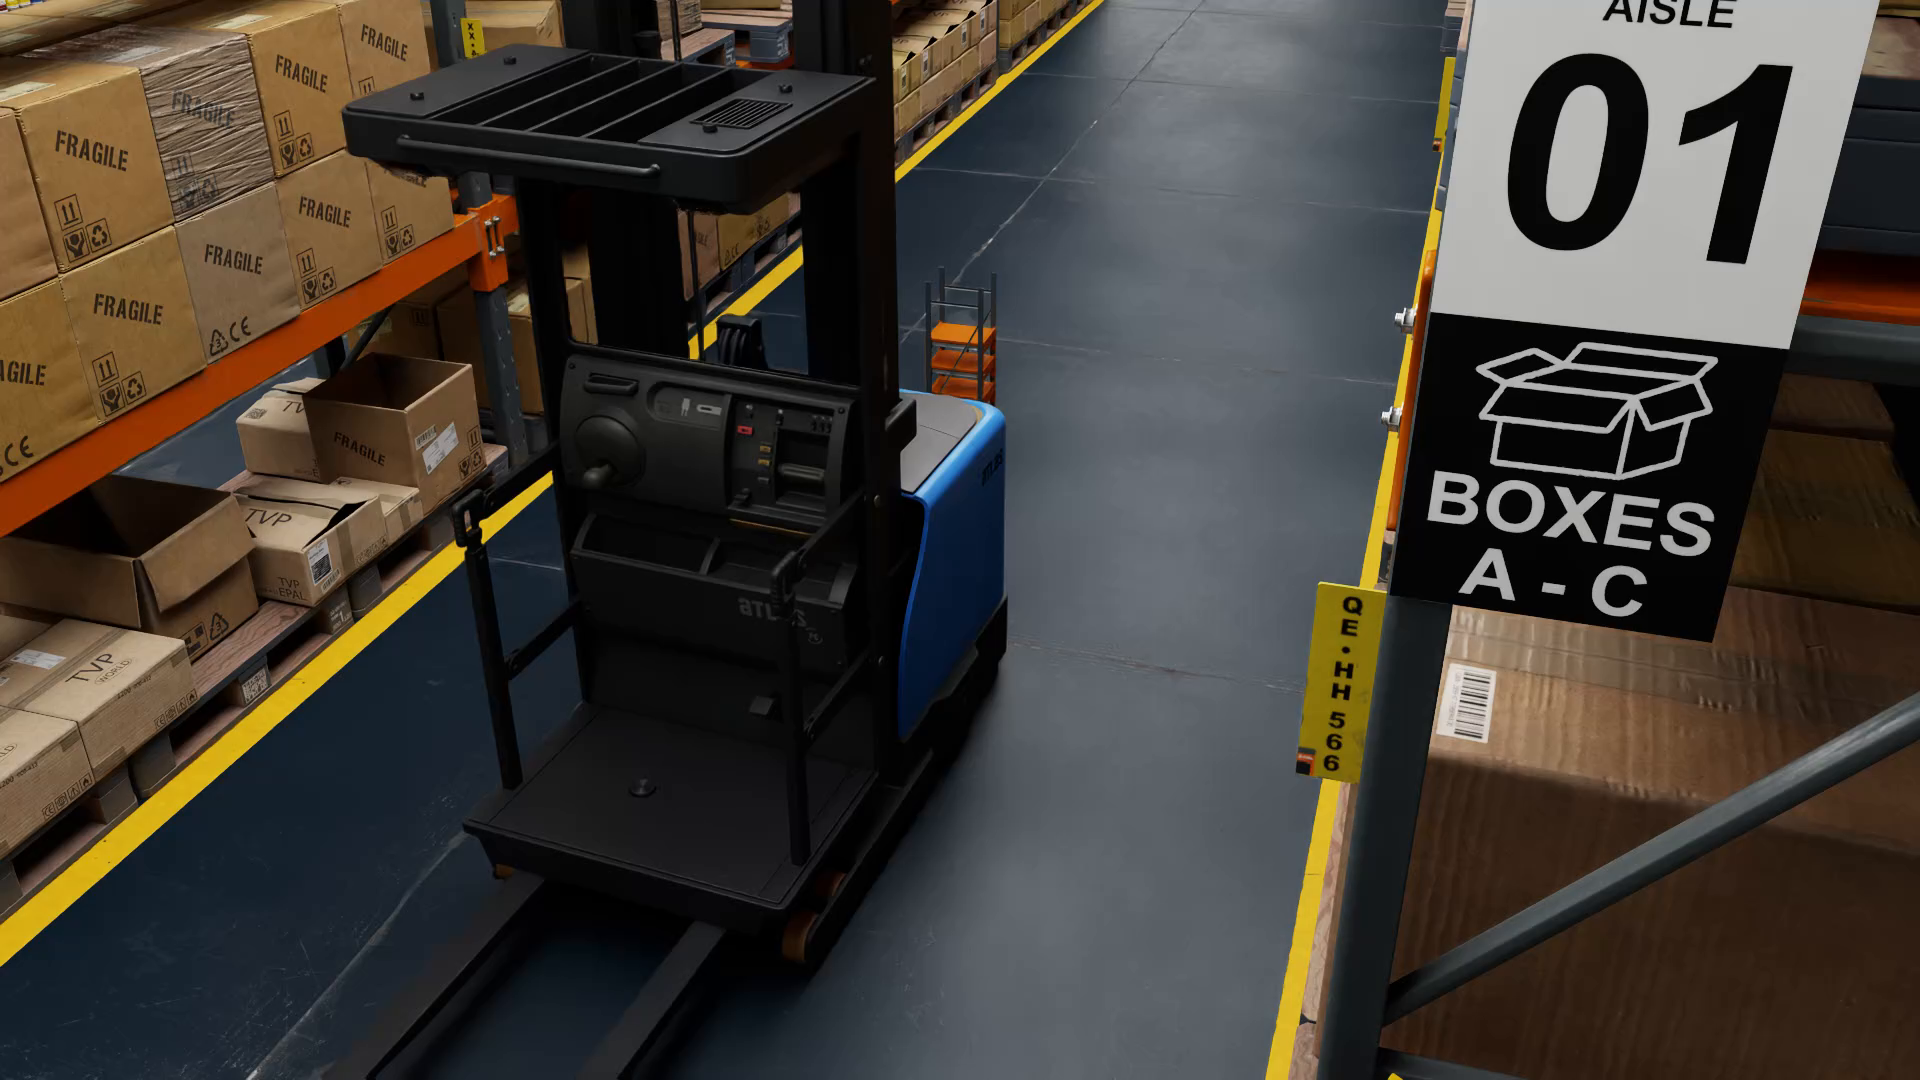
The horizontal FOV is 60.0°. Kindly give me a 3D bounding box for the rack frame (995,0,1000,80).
[{"bbox_3d":[-0.158,-5.381,13.837,1.000,3.000,0.127,8,30,15],"label":"rack frame"}]

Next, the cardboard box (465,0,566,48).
[{"bbox_3d":[-2.012,-2.407,7.957,0.700,0.500,0.500,13,32,23],"label":"cardboard box"}]

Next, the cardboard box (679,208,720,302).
[{"bbox_3d":[-1.682,-1.669,9.283,0.500,0.500,0.500,7,30,13],"label":"cardboard box"}]

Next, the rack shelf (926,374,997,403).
[{"bbox_3d":[0.004,-0.597,6.934,0.258,0.103,0.180,8,30,15],"label":"rack shelf"}]

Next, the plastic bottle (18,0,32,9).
[{"bbox_3d":[-6.039,-3.510,10.679,0.097,0.201,0.097,0,29,0],"label":"plastic bottle"}]

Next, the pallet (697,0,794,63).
[{"bbox_3d":[-1.464,-3.113,9.958,1.213,0.211,1.003,8,30,15],"label":"pallet"}]

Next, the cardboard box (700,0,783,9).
[{"bbox_3d":[-1.409,-3.441,9.814,0.700,0.500,0.500,-1,29,-2],"label":"cardboard box"}]

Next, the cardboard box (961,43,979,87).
[{"bbox_3d":[-0.153,-3.894,13.561,0.500,0.250,0.500,8,30,14],"label":"cardboard box"}]

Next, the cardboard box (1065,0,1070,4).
[{"bbox_3d":[0.861,-5.464,16.383,0.500,0.250,0.500,8,30,15],"label":"cardboard box"}]

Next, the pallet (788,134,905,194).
[{"bbox_3d":[-1.053,-2.681,11.851,1.003,0.211,1.213,8,30,15],"label":"pallet"}]

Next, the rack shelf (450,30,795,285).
[{"bbox_3d":[-1.919,-2.278,9.000,1.077,0.370,4.000,8,30,15],"label":"rack shelf"}]

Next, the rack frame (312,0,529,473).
[{"bbox_3d":[-2.506,-1.663,7.154,1.000,3.000,0.127,8,30,15],"label":"rack frame"}]

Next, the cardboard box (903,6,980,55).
[{"bbox_3d":[-0.149,-4.136,13.419,0.500,0.311,0.500,9,30,16],"label":"cardboard box"}]

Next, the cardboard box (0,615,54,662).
[{"bbox_3d":[-3.449,0.480,5.677,0.500,0.250,0.500,8,30,15],"label":"cardboard box"}]

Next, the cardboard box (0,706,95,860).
[{"bbox_3d":[-3.103,0.760,5.173,0.500,0.250,0.500,8,30,15],"label":"cardboard box"}]

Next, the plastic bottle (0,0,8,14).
[{"bbox_3d":[-6.096,-3.420,10.517,0.097,0.201,0.097,0,29,0],"label":"plastic bottle"}]

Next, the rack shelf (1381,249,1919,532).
[{"bbox_3d":[1.643,-1.025,3.662,1.077,0.370,4.000,8,30,15],"label":"rack shelf"}]

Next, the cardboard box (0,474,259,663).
[{"bbox_3d":[-3.053,0.109,6.083,0.797,0.503,0.637,8,30,15],"label":"cardboard box"}]

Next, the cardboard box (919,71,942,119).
[{"bbox_3d":[-0.453,-3.420,12.709,0.500,0.250,0.500,9,30,16],"label":"cardboard box"}]

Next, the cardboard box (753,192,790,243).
[{"bbox_3d":[-1.382,-2.154,10.155,0.500,0.500,0.500,10,31,17],"label":"cardboard box"}]

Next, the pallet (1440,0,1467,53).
[{"bbox_3d":[3.512,-3.080,9.898,1.213,0.211,1.003,8,30,15],"label":"pallet"}]

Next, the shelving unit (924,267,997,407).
[{"bbox_3d":[0.004,-0.531,6.970,0.258,1.200,0.189,8,30,15],"label":"shelving unit"}]

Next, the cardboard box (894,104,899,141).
[{"bbox_3d":[-0.751,-2.939,11.844,0.500,0.250,0.500,8,30,13],"label":"cardboard box"}]

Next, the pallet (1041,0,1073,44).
[{"bbox_3d":[0.472,-5.095,16.191,1.003,0.211,1.213,8,30,15],"label":"pallet"}]

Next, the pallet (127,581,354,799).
[{"bbox_3d":[-3.065,0.443,6.236,1.003,0.211,1.213,8,30,15],"label":"pallet"}]

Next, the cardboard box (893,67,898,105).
[{"bbox_3d":[-0.751,-3.196,11.729,0.500,0.311,0.500,8,30,14],"label":"cardboard box"}]

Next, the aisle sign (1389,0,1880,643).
[{"bbox_3d":[0.748,-0.245,1.930,0.394,0.787,0.004,8,30,15],"label":"aisle sign"}]

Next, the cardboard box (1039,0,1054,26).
[{"bbox_3d":[0.571,-4.998,15.546,0.500,0.250,0.500,8,30,15],"label":"cardboard box"}]

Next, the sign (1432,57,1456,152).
[{"bbox_3d":[1.709,-1.502,5.756,0.100,0.325,0.005,8,30,15],"label":"sign"}]

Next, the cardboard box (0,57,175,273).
[{"bbox_3d":[-2.852,-1.166,5.128,0.500,0.500,0.500,8,30,14],"label":"cardboard box"}]

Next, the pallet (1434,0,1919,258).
[{"bbox_3d":[1.264,-0.718,2.460,1.003,0.211,1.213,8,30,15],"label":"pallet"}]

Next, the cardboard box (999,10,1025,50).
[{"bbox_3d":[0.268,-4.535,14.713,0.500,0.250,0.500,8,30,15],"label":"cardboard box"}]

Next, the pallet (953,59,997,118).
[{"bbox_3d":[-0.337,-3.814,13.890,1.003,0.211,1.213,8,30,15],"label":"pallet"}]

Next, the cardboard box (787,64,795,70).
[{"bbox_3d":[-1.267,-3.270,11.862,0.500,0.311,0.500,8,30,14],"label":"cardboard box"}]

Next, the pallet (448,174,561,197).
[{"bbox_3d":[-2.167,-1.935,7.840,1.003,0.211,1.213,8,30,15],"label":"pallet"}]

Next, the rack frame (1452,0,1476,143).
[{"bbox_3d":[1.056,-1.721,1.087,1.000,3.000,0.127,8,30,15],"label":"rack frame"}]

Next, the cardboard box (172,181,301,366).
[{"bbox_3d":[-2.706,-0.959,5.786,0.500,0.500,0.500,9,30,16],"label":"cardboard box"}]

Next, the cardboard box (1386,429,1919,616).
[{"bbox_3d":[1.399,0.192,3.511,0.980,0.700,0.700,8,30,14],"label":"cardboard box"}]

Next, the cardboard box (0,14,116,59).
[{"bbox_3d":[-3.216,-1.486,5.705,0.500,0.500,0.500,8,30,13],"label":"cardboard box"}]

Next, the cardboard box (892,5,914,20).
[{"bbox_3d":[-0.669,-4.220,13.569,0.500,0.311,0.500,8,30,14],"label":"cardboard box"}]

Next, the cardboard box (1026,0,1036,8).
[{"bbox_3d":[0.417,-5.095,14.948,0.500,0.500,0.500,8,30,15],"label":"cardboard box"}]

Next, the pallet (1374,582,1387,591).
[{"bbox_3d":[1.932,0.603,5.949,1.003,0.211,1.213,8,30,15],"label":"pallet"}]

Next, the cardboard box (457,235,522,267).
[{"bbox_3d":[-2.482,-1.262,8.552,0.500,0.500,0.500,9,30,15],"label":"cardboard box"}]

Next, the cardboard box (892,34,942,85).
[{"bbox_3d":[-0.449,-3.672,12.584,0.500,0.311,0.500,8,30,14],"label":"cardboard box"}]

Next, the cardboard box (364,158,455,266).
[{"bbox_3d":[-2.408,-1.438,6.646,0.500,0.500,0.500,9,30,16],"label":"cardboard box"}]

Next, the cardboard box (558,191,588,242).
[{"bbox_3d":[-1.838,-1.746,8.650,0.500,0.250,0.500,9,30,15],"label":"cardboard box"}]

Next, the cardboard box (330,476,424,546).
[{"bbox_3d":[-2.455,-0.122,6.863,0.380,0.149,0.250,8,30,15],"label":"cardboard box"}]

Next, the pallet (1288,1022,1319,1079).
[{"bbox_3d":[1.216,1.737,3.911,1.003,0.211,1.213,8,30,15],"label":"pallet"}]

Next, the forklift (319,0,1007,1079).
[{"bbox_3d":[-0.827,-0.242,4.670,1.130,2.935,3.031,11,31,18],"label":"forklift"}]

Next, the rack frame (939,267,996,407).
[{"bbox_3d":[0.031,-0.574,7.047,0.240,1.200,0.006,8,30,15],"label":"rack frame"}]

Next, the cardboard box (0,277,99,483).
[{"bbox_3d":[-3.001,-0.490,4.942,0.500,0.500,0.500,8,30,15],"label":"cardboard box"}]

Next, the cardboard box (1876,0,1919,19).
[{"bbox_3d":[1.505,-0.876,2.273,0.500,0.250,0.500,10,31,17],"label":"cardboard box"}]

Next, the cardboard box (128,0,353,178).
[{"bbox_3d":[-2.555,-1.633,5.969,0.500,0.500,0.500,8,30,14],"label":"cardboard box"}]

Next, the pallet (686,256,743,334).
[{"bbox_3d":[-1.947,-1.397,9.544,1.003,0.211,1.213,8,30,15],"label":"pallet"}]

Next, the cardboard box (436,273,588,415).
[{"bbox_3d":[-2.131,-0.953,7.997,0.500,0.500,0.500,7,30,13],"label":"cardboard box"}]
